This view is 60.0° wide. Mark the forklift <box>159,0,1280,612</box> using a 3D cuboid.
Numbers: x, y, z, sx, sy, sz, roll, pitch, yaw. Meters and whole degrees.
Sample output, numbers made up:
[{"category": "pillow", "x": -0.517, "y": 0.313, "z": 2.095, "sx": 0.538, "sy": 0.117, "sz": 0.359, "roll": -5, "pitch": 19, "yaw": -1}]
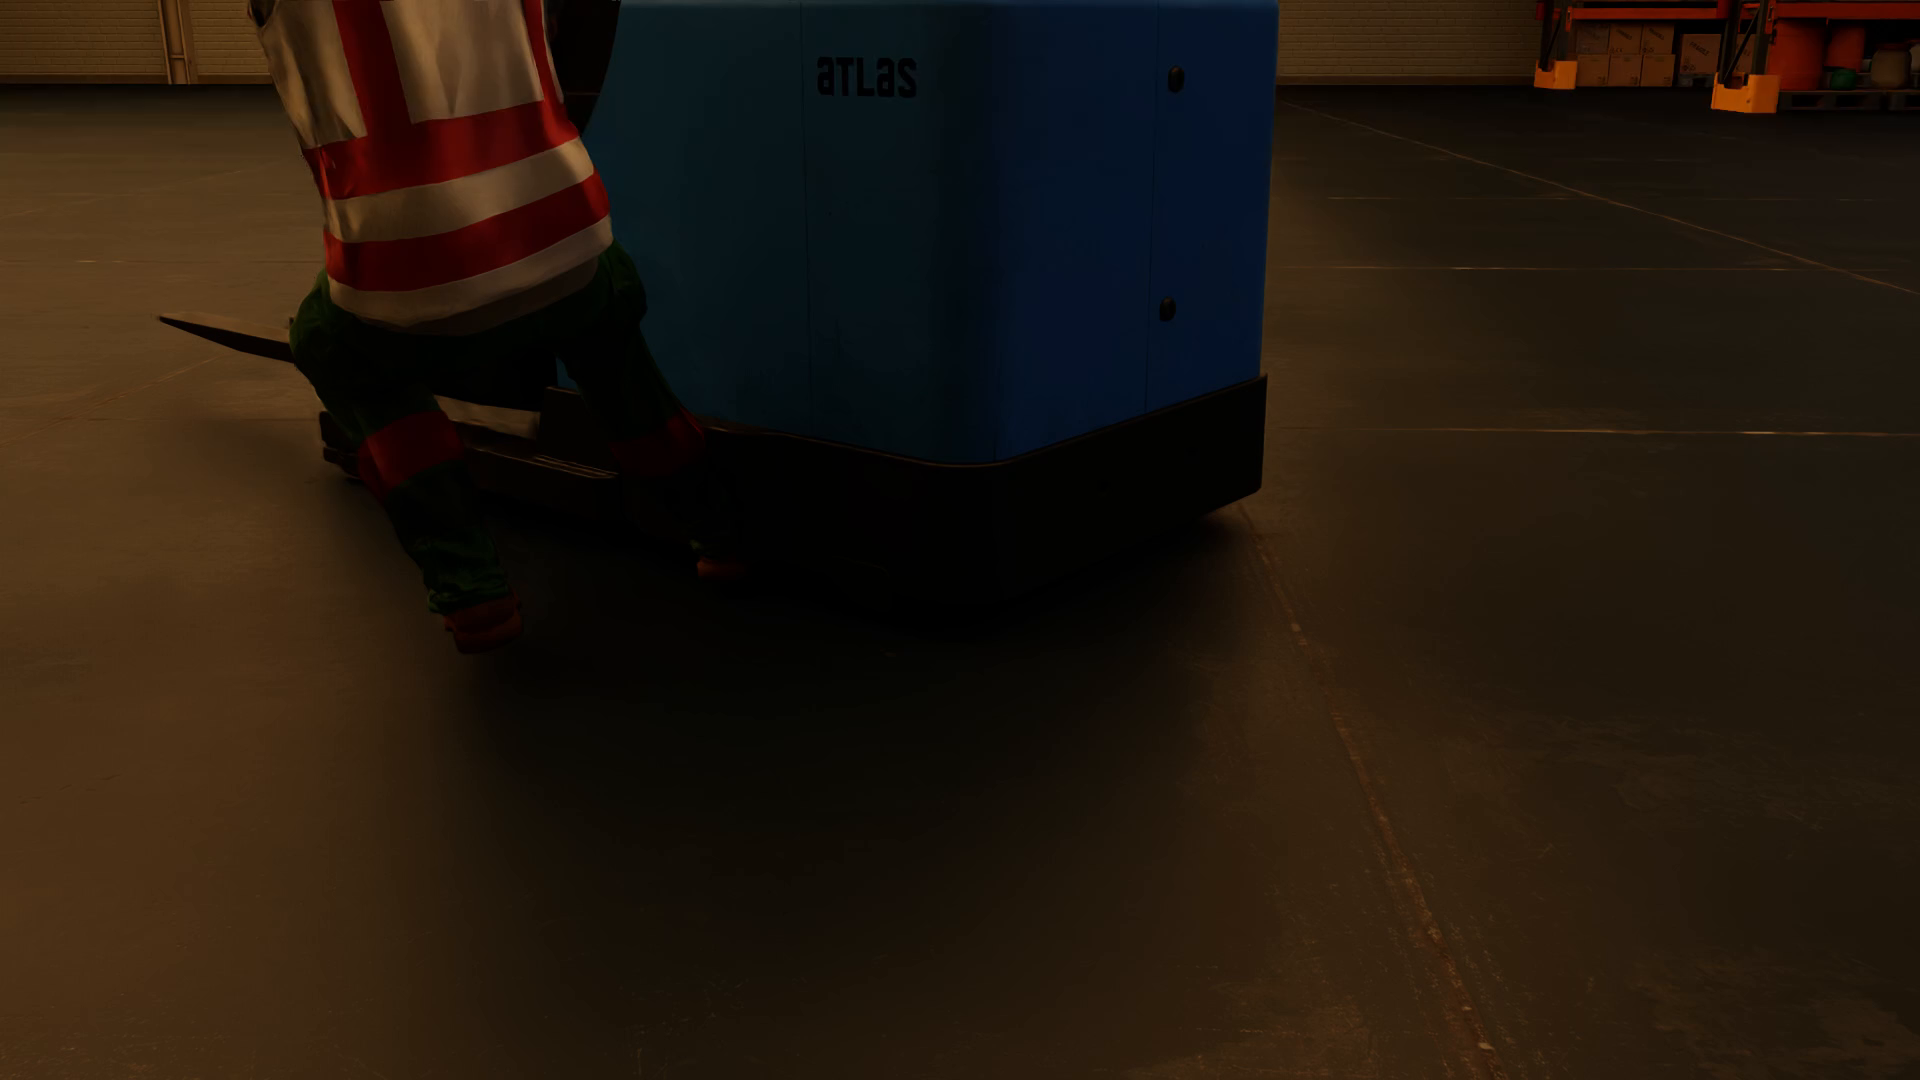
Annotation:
[{"category": "forklift", "x": -0.837, "y": -1.609, "z": 3.612, "sx": 3.031, "sy": 2.935, "sz": 1.130, "roll": 13, "pitch": 22, "yaw": 36}]

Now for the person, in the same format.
[{"category": "person", "x": -0.887, "y": -0.498, "z": 2.462, "sx": 0.804, "sy": 1.476, "sz": 1.615, "roll": 16, "pitch": 23, "yaw": 42}]
